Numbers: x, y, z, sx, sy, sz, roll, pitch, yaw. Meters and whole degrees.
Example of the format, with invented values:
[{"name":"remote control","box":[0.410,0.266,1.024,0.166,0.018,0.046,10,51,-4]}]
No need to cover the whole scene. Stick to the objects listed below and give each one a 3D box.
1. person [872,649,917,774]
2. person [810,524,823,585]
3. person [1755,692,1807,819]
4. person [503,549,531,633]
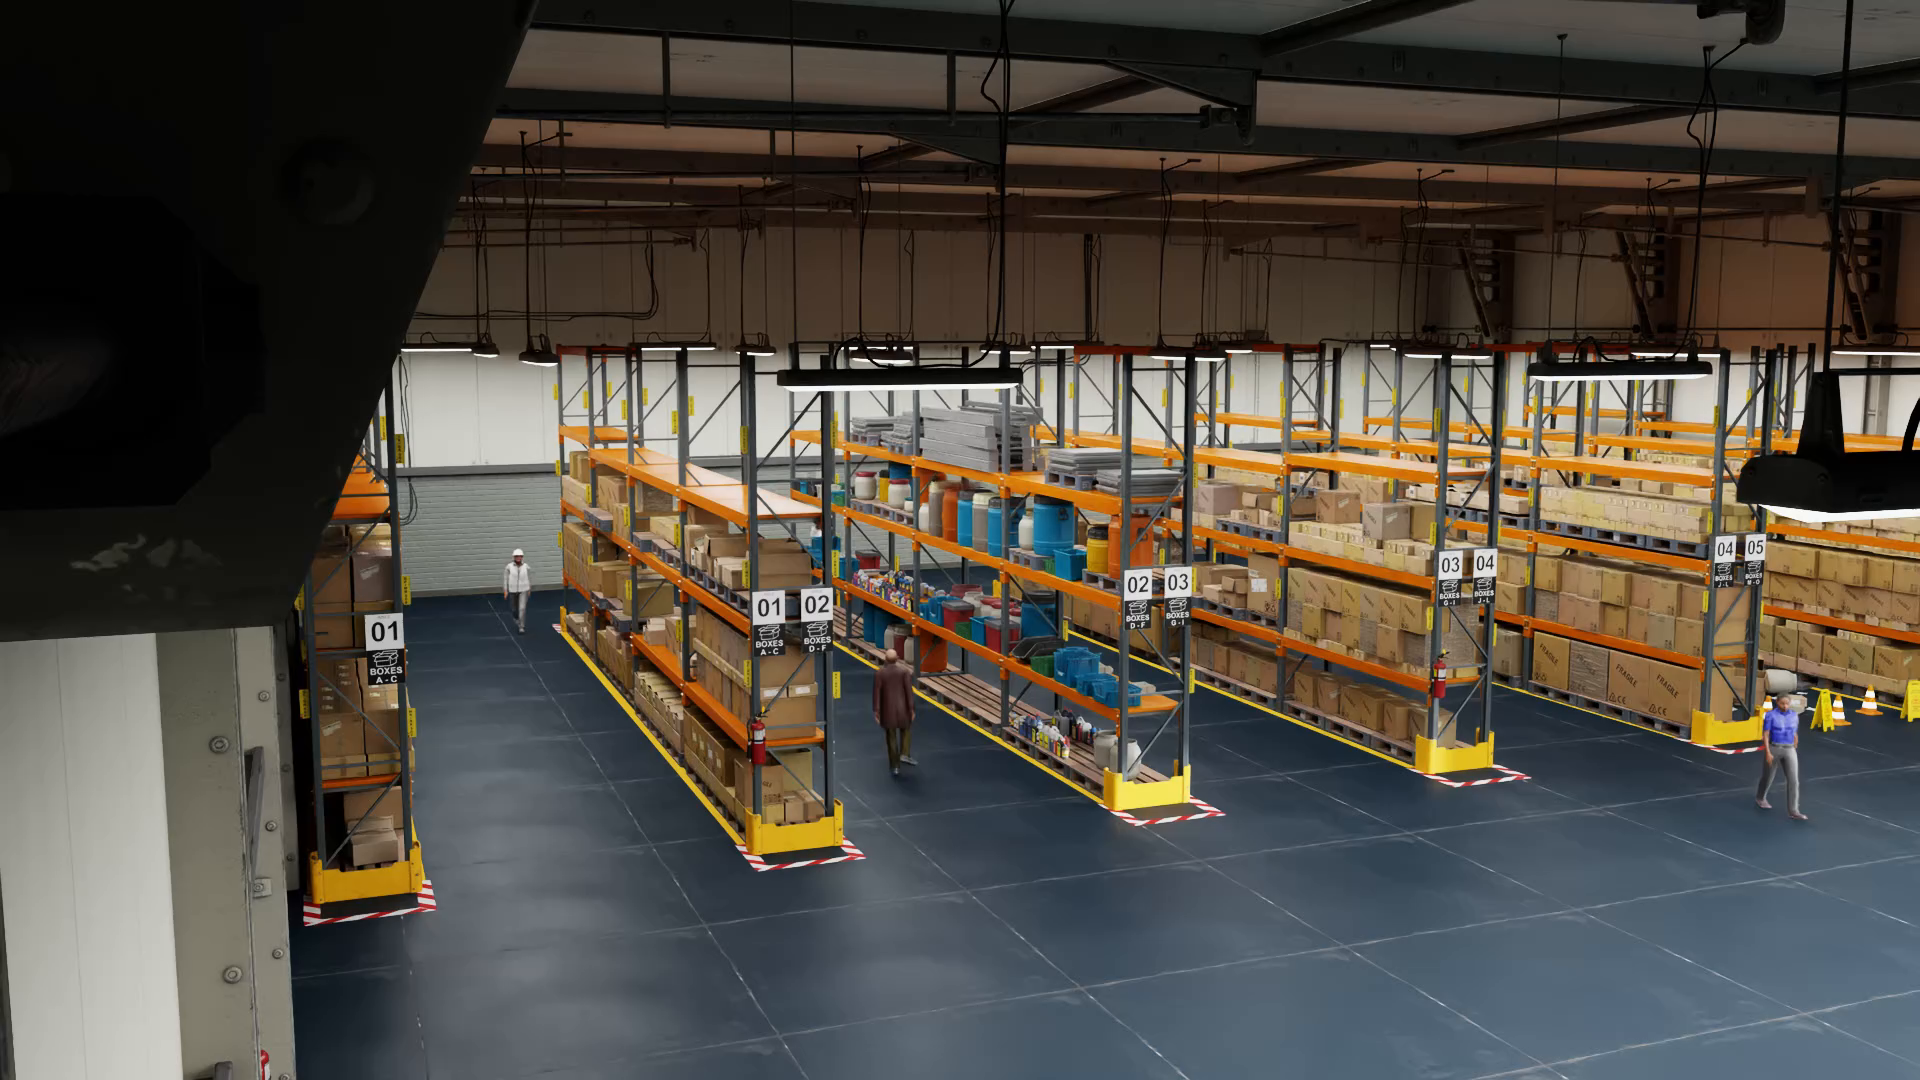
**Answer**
[{"name":"person","box":[-0.930,2.440,23.729,0.626,1.770,0.571,-1,7,-8]},{"name":"person","box":[-3.460,0.278,40.674,0.453,1.798,0.578,-6,10,-41]},{"name":"person","box":[10.722,2.781,21.682,0.496,1.635,0.824,2,7,12]},{"name":"person","box":[-9.275,1.049,34.820,0.533,1.734,1.011,-1,7,-6]}]
